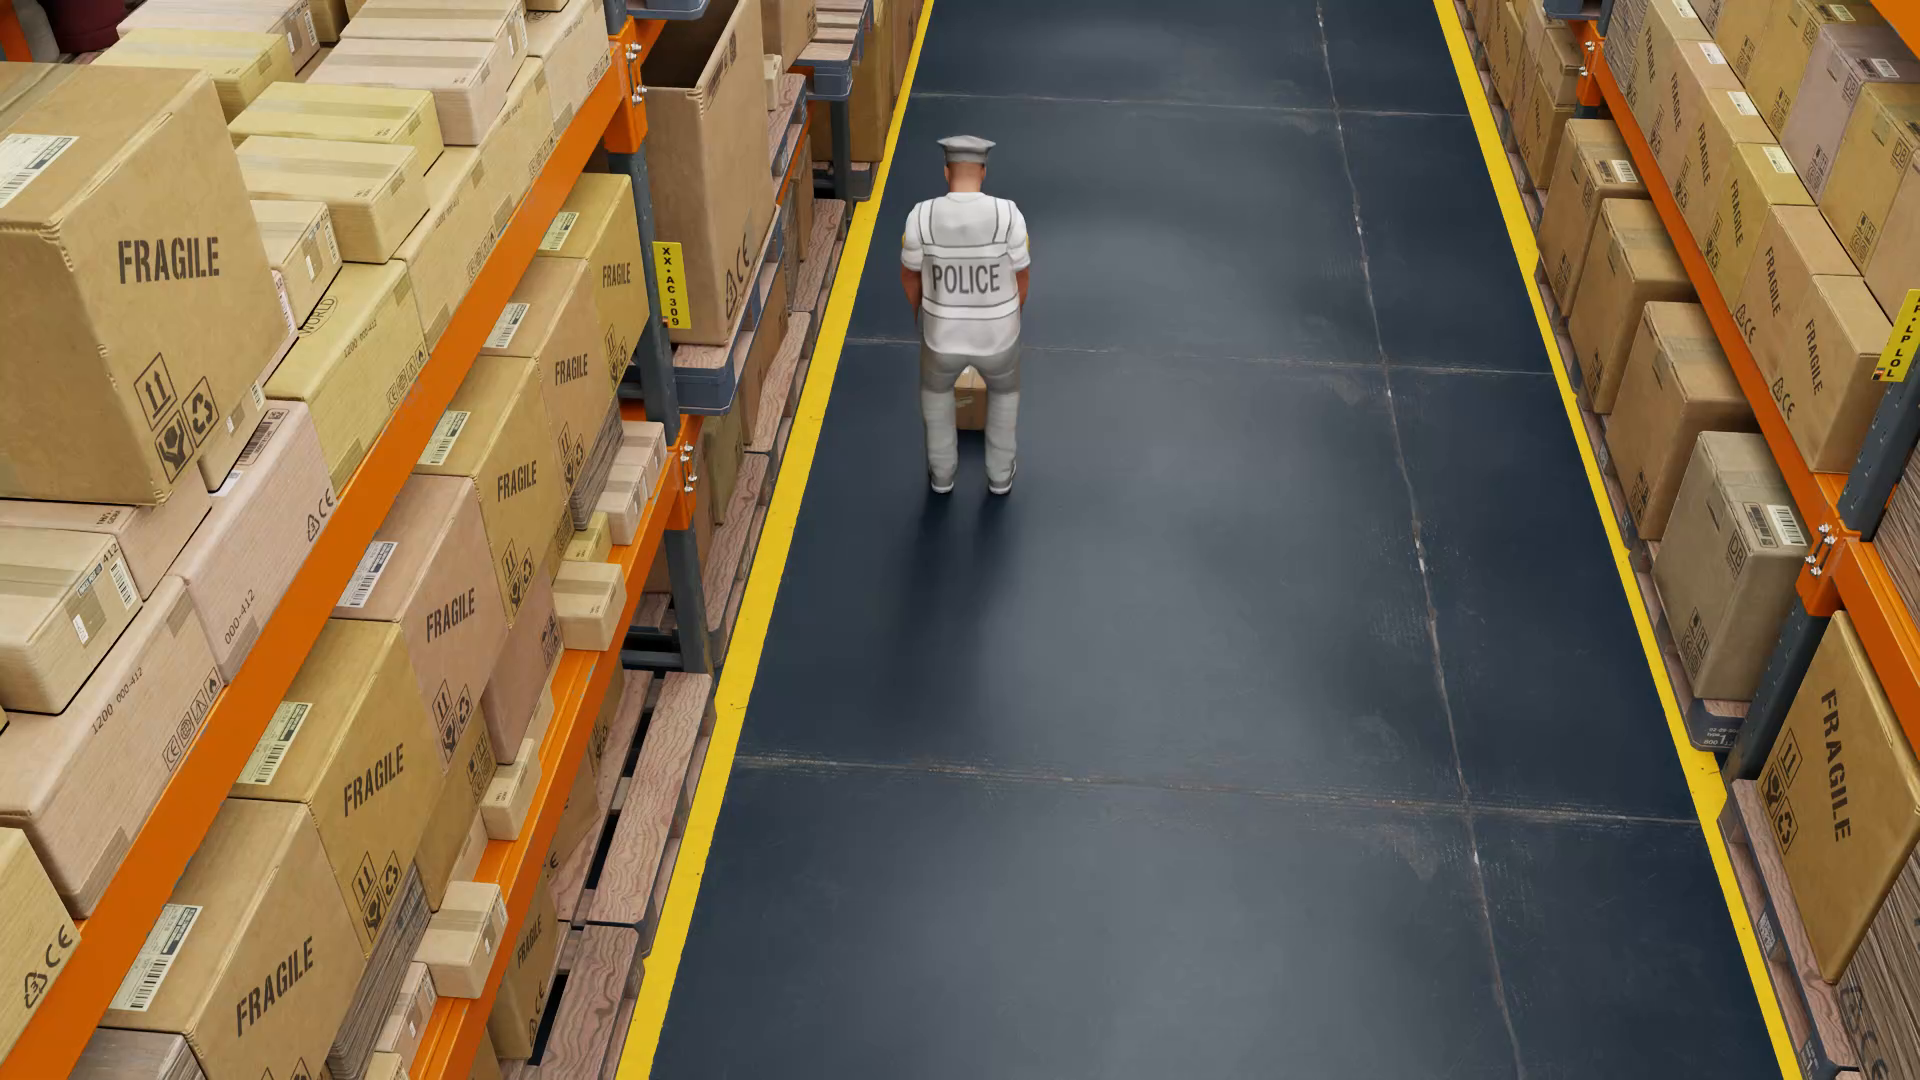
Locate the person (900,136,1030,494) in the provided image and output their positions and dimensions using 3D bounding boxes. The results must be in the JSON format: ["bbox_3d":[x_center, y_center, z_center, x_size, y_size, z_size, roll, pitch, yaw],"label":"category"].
[{"bbox_3d":[0.022,-0.952,7.351,0.561,1.690,0.517,3,40,3],"label":"person"}]
